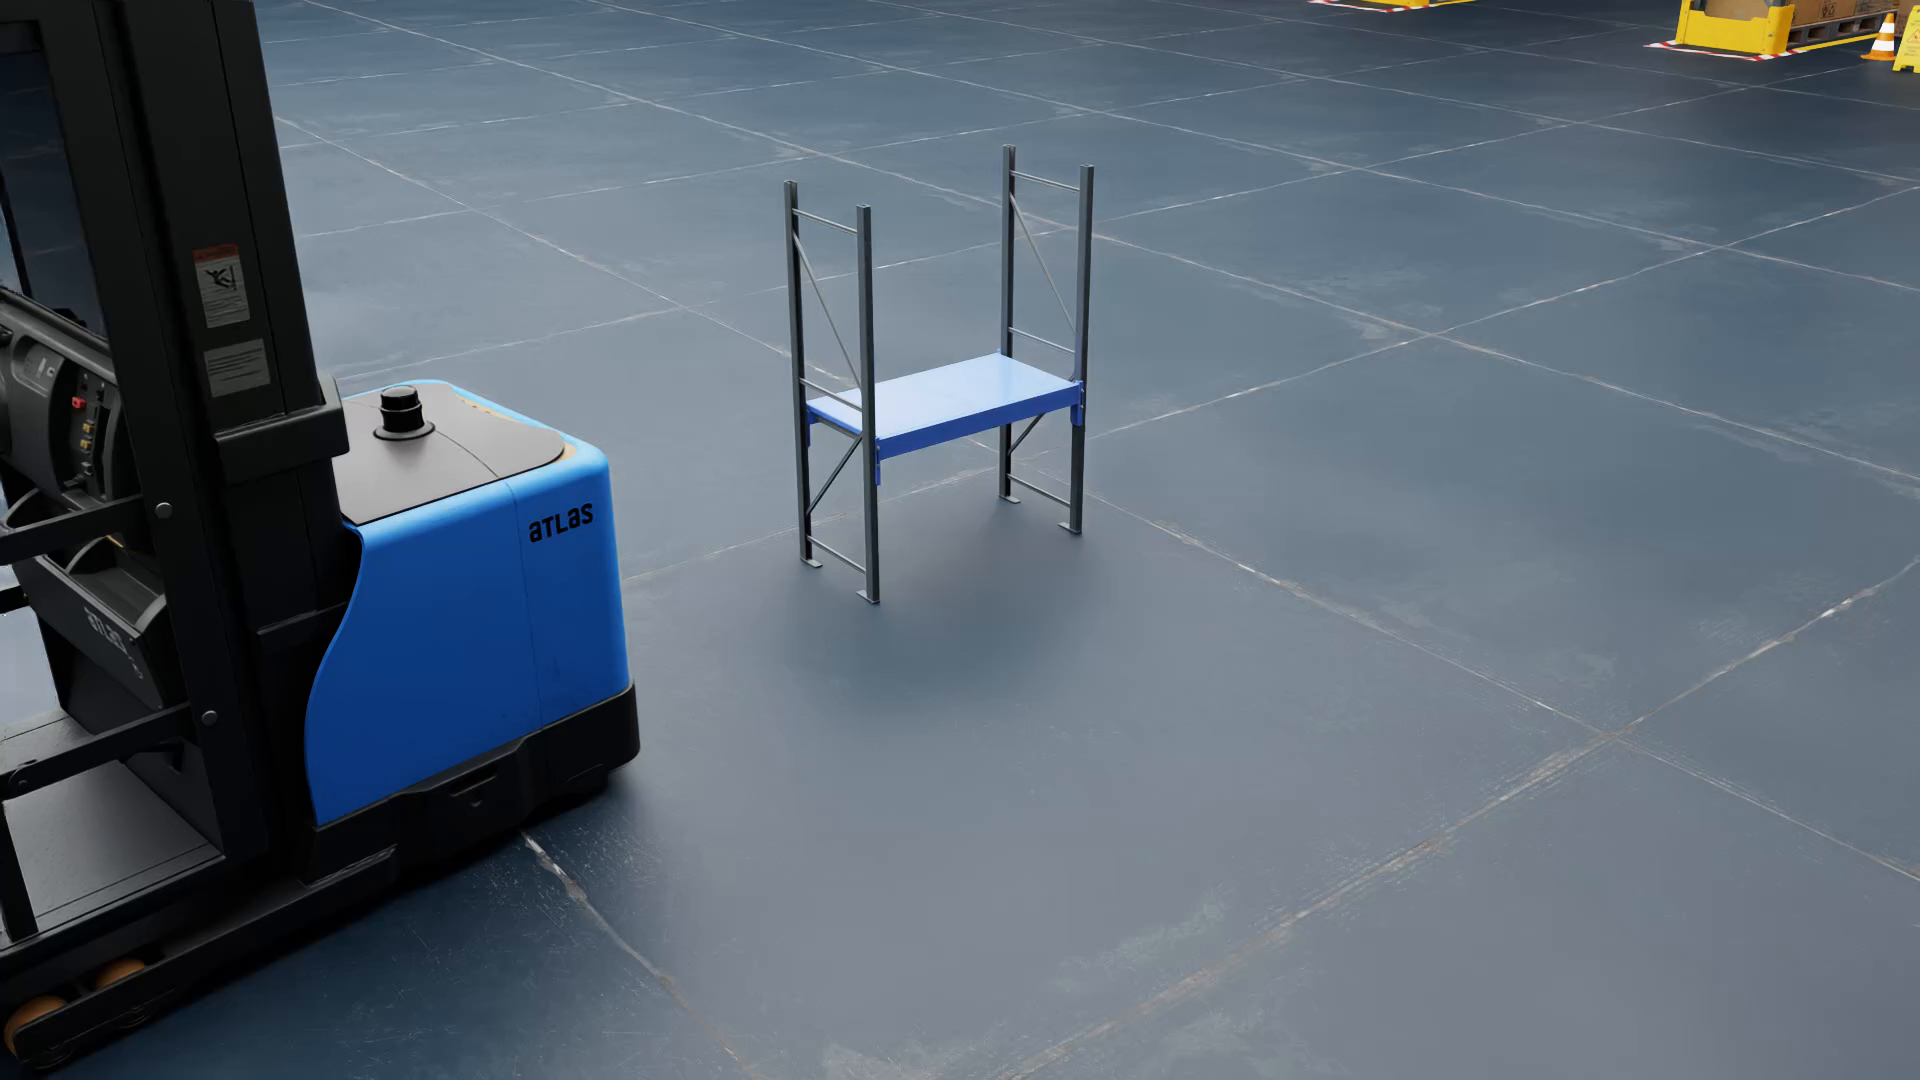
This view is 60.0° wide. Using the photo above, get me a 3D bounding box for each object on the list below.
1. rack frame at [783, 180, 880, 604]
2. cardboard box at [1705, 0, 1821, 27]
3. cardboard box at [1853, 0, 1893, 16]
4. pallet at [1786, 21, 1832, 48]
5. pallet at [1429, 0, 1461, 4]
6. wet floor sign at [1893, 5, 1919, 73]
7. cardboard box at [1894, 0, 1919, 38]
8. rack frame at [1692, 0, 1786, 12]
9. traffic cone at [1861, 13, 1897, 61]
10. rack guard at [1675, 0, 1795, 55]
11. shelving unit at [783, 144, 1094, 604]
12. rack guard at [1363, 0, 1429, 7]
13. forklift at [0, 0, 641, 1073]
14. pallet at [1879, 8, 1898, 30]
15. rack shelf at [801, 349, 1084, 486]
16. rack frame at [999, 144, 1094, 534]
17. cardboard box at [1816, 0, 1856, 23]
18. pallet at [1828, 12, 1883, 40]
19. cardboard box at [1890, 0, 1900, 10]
[{"bbox_3d":[-0.467,-0.526,6.102,0.032,1.500,0.500,-18,31,-34],"label":"rack frame"},{"bbox_3d":[9.146,-6.322,18.835,0.875,0.875,0.875,-18,30,-34],"label":"cardboard box"},{"bbox_3d":[10.556,-6.788,19.838,0.875,0.875,0.875,-18,30,-34],"label":"cardboard box"},{"bbox_3d":[9.234,-5.866,19.140,1.213,0.211,1.003,-18,31,-34],"label":"pallet"},{"bbox_3d":[6.393,-7.521,22.705,1.213,0.211,1.003,-18,31,-34],"label":"pallet"},{"bbox_3d":[9.852,-5.166,17.115,0.267,0.644,0.232,21,32,37],"label":"wet floor sign"},{"bbox_3d":[11.213,-6.061,19.213,0.500,0.500,0.500,-13,28,-25],"label":"cardboard box"},{"bbox_3d":[8.653,-6.898,18.049,0.127,3.000,1.000,-18,31,-34],"label":"rack frame"},{"bbox_3d":[9.948,-5.415,17.867,0.334,0.463,0.336,-18,31,-34],"label":"traffic cone"},{"bbox_3d":[8.635,-5.758,18.562,0.348,0.500,1.175,-18,31,-34],"label":"rack guard"},{"bbox_3d":[-0.067,-0.658,6.387,1.048,1.500,0.538,-18,31,-34],"label":"shelving unit"},{"bbox_3d":[5.732,-7.453,22.215,0.348,0.500,1.175,-18,31,-34],"label":"rack guard"},{"bbox_3d":[-2.374,-0.301,3.918,1.130,2.935,3.031,22,33,39],"label":"forklift"},{"bbox_3d":[11.154,-6.500,20.505,1.213,0.211,1.003,-18,31,-34],"label":"pallet"},{"bbox_3d":[-0.067,-0.495,6.462,1.000,0.185,0.538,-18,31,-34],"label":"rack shelf"},{"bbox_3d":[0.333,-0.790,6.671,0.032,1.500,0.500,-18,31,-34],"label":"rack frame"},{"bbox_3d":[9.837,-6.552,19.329,0.875,0.875,0.875,-19,31,-35],"label":"cardboard box"},{"bbox_3d":[10.194,-6.182,19.819,1.213,0.211,1.003,-18,31,-34],"label":"pallet"},{"bbox_3d":[11.263,-7.023,20.345,0.875,0.875,0.875,-18,30,-33],"label":"cardboard box"}]
